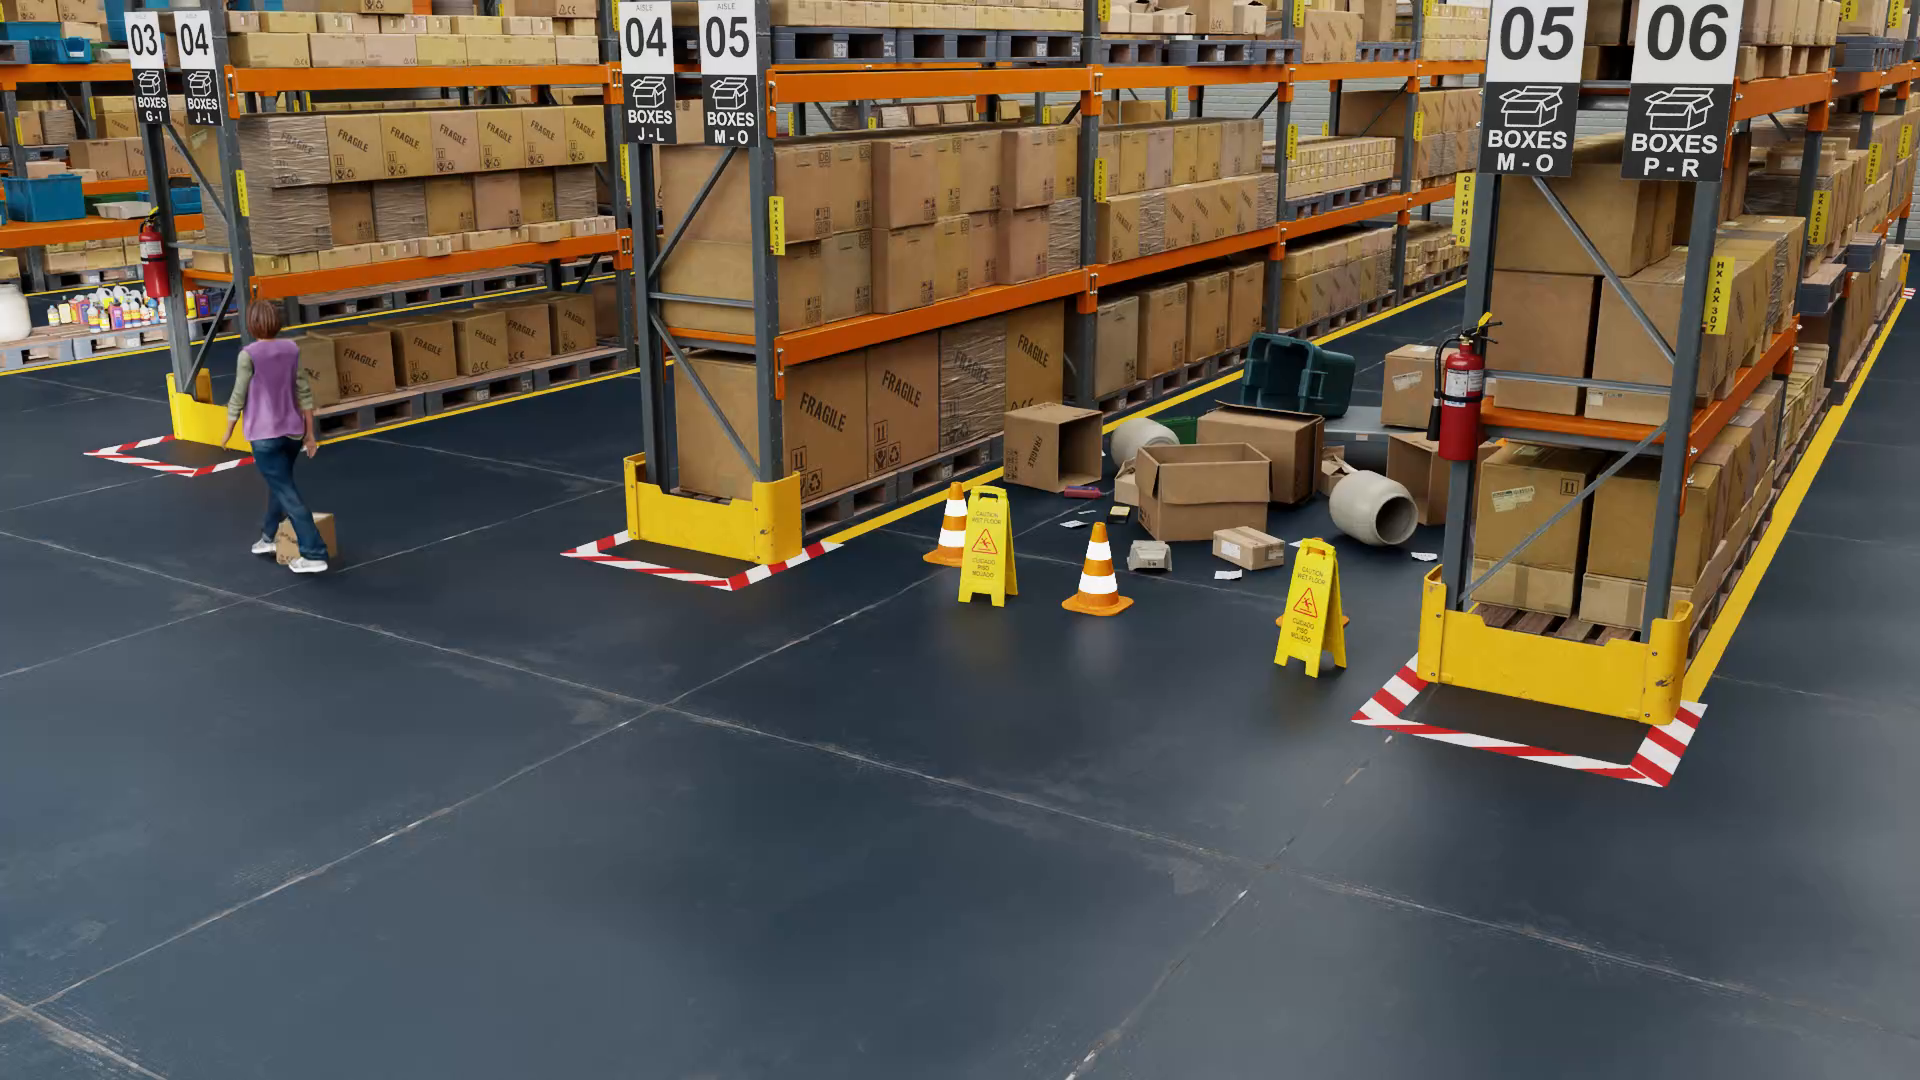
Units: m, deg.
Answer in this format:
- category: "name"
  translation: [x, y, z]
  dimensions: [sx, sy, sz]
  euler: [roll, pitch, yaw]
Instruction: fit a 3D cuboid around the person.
- category: "person"
  translation: [-3.991, -0.603, 9.557]
  dimensions: [0.821, 1.574, 0.422]
  euler: [10, 19, 30]
